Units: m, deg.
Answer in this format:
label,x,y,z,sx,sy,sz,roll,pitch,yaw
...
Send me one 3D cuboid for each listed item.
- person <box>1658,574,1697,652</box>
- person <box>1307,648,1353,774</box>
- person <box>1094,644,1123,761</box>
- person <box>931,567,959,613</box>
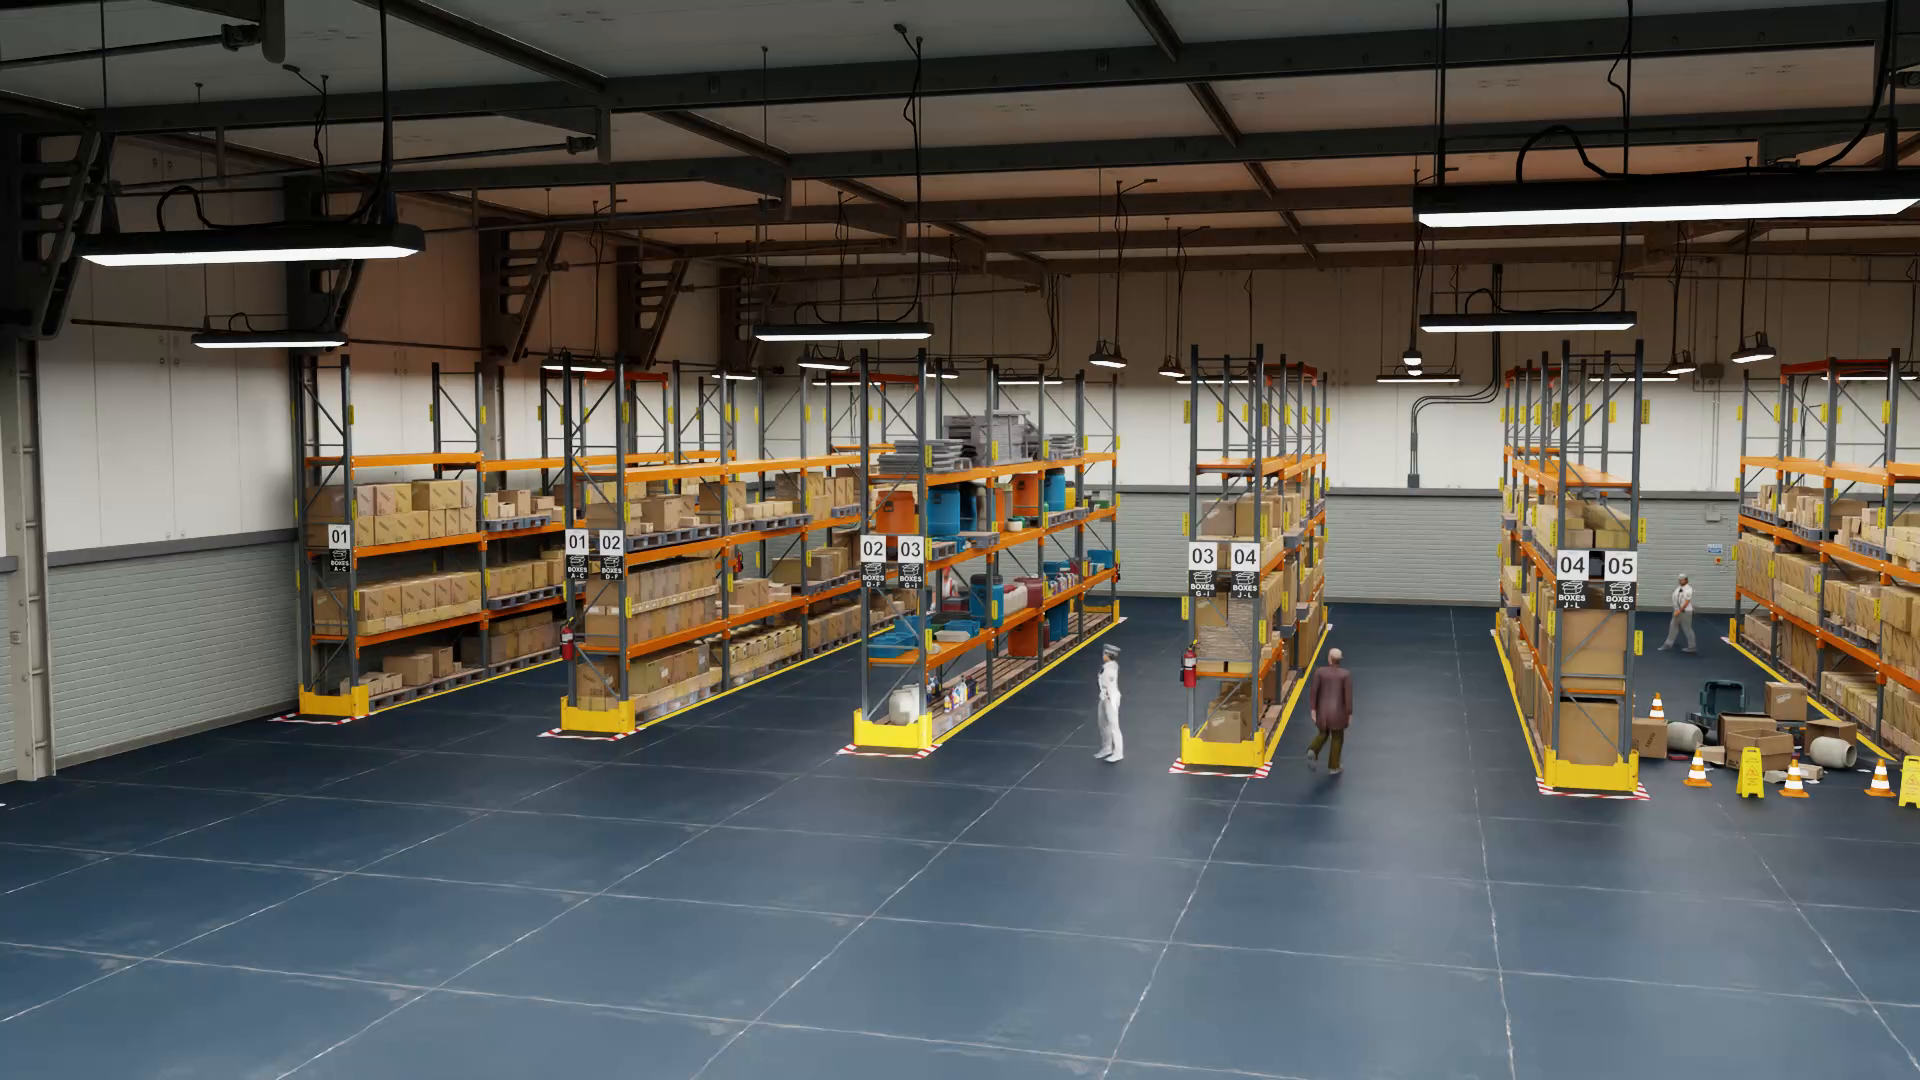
label,x,y,z,sx,sy,sz,roll,pitch,yaw
person,15.221,1.532,35.220,0.757,1.655,0.542,1,5,18
person,5.126,2.383,23.056,0.578,1.762,0.805,4,6,43
person,2.146,2.357,24.165,0.397,1.721,0.617,-1,4,-7
person,-0.353,1.417,35.856,0.551,1.723,1.034,2,5,22
